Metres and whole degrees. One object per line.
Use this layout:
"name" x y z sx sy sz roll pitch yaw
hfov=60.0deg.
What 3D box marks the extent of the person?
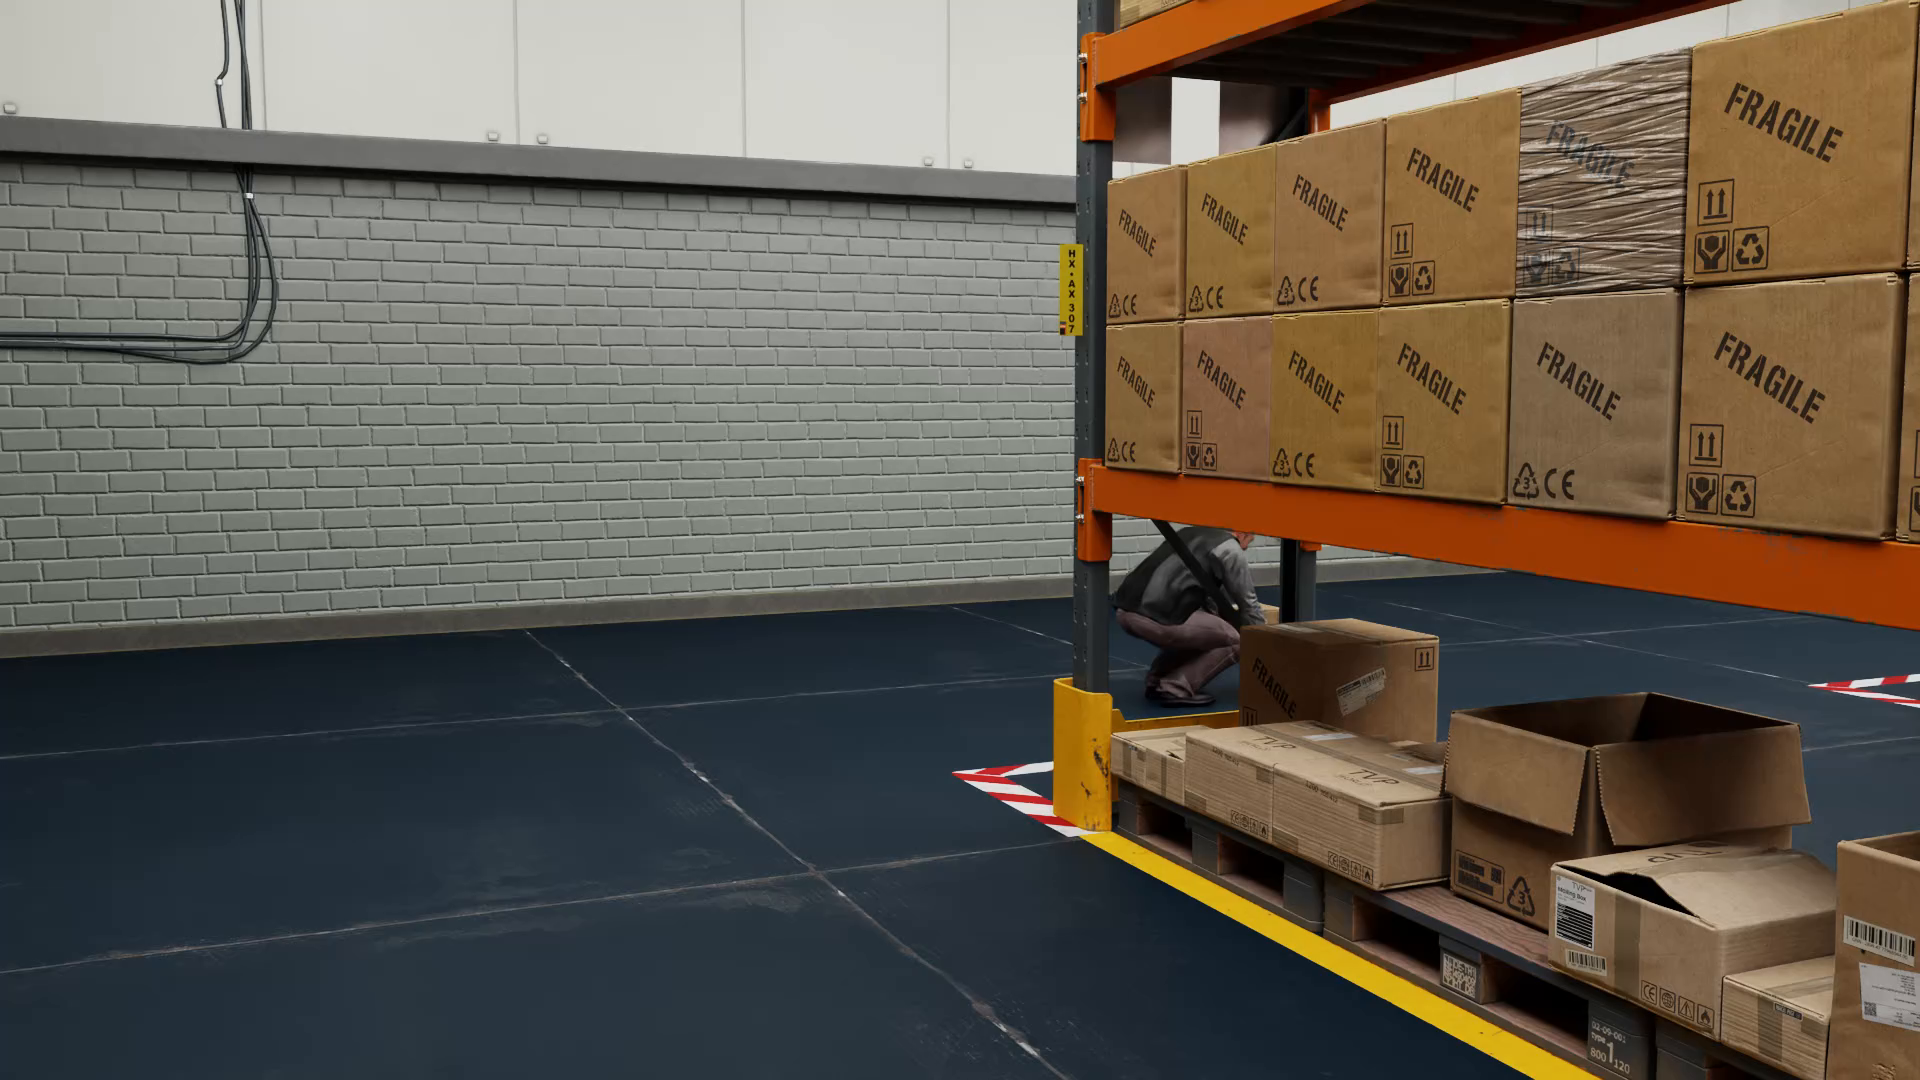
"person" 1.199 0.338 8.443 0.879 0.959 0.517 -2 6 -25
